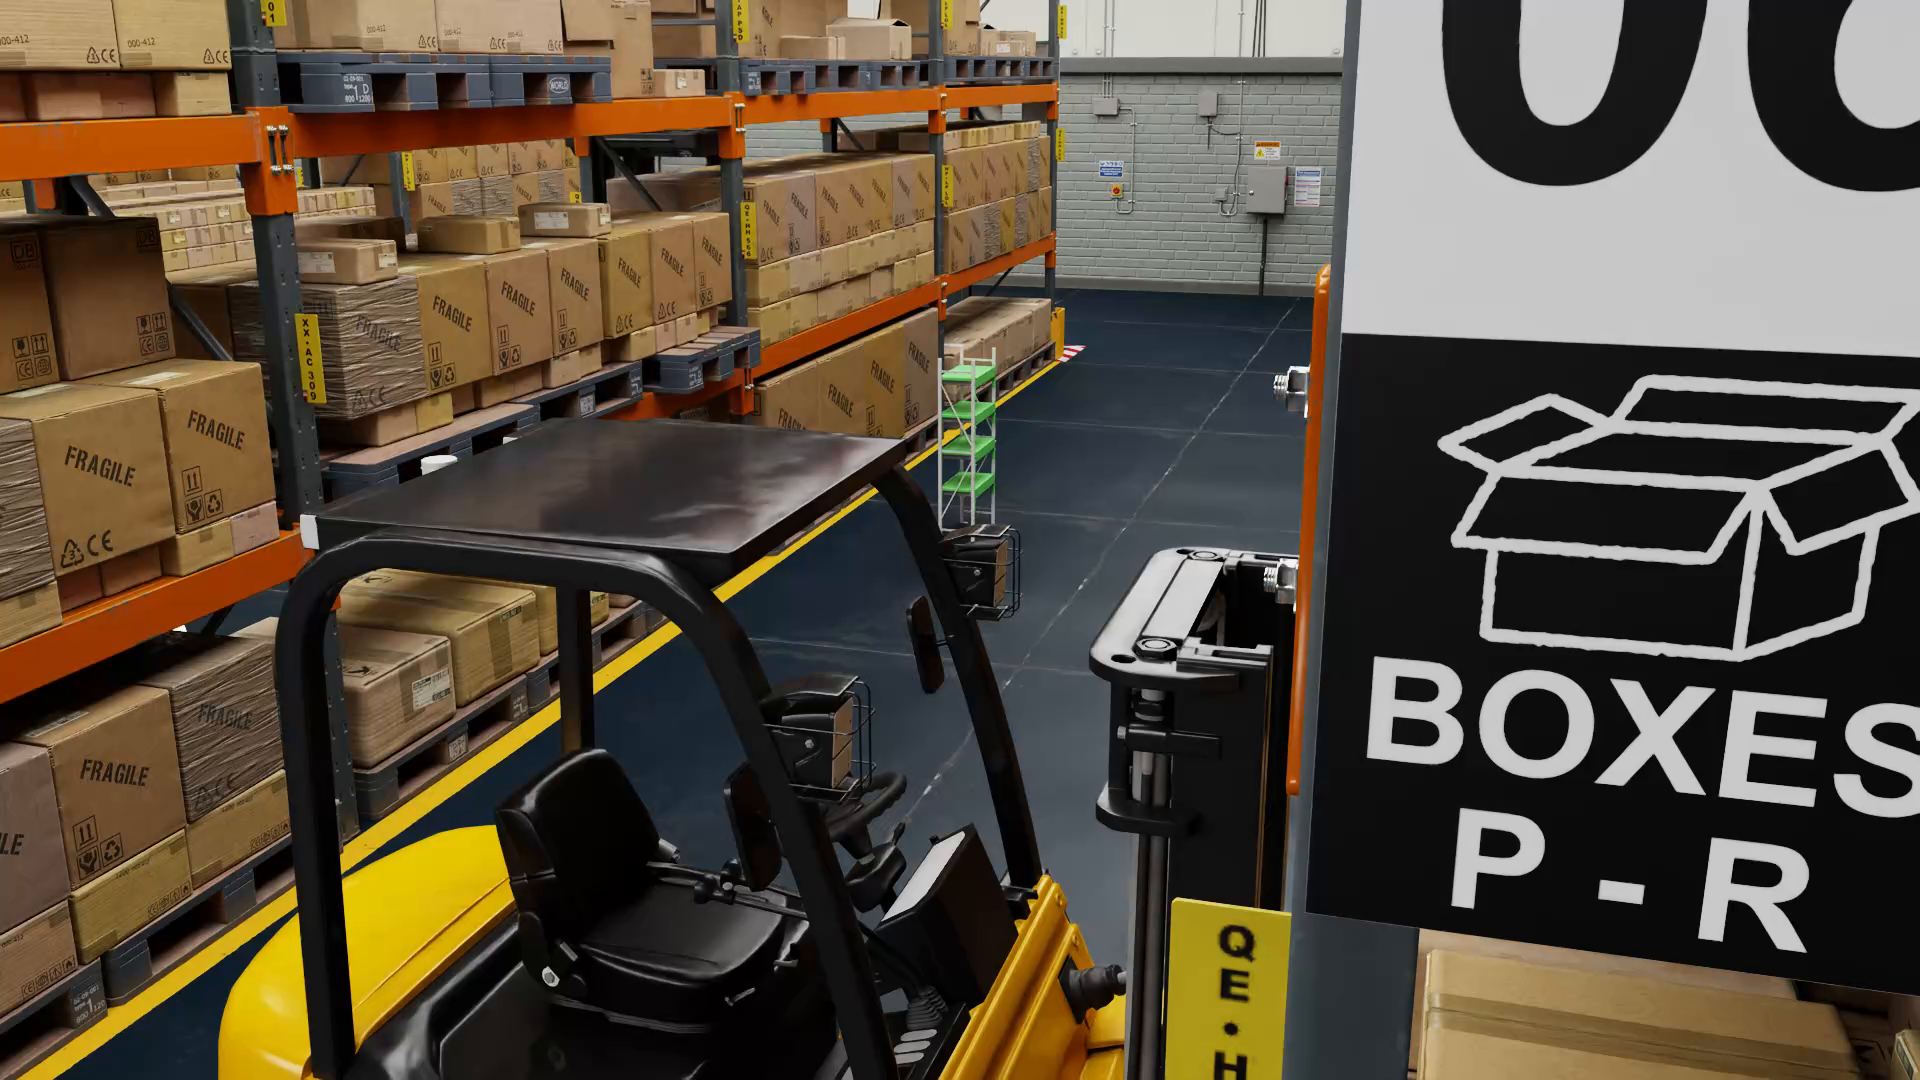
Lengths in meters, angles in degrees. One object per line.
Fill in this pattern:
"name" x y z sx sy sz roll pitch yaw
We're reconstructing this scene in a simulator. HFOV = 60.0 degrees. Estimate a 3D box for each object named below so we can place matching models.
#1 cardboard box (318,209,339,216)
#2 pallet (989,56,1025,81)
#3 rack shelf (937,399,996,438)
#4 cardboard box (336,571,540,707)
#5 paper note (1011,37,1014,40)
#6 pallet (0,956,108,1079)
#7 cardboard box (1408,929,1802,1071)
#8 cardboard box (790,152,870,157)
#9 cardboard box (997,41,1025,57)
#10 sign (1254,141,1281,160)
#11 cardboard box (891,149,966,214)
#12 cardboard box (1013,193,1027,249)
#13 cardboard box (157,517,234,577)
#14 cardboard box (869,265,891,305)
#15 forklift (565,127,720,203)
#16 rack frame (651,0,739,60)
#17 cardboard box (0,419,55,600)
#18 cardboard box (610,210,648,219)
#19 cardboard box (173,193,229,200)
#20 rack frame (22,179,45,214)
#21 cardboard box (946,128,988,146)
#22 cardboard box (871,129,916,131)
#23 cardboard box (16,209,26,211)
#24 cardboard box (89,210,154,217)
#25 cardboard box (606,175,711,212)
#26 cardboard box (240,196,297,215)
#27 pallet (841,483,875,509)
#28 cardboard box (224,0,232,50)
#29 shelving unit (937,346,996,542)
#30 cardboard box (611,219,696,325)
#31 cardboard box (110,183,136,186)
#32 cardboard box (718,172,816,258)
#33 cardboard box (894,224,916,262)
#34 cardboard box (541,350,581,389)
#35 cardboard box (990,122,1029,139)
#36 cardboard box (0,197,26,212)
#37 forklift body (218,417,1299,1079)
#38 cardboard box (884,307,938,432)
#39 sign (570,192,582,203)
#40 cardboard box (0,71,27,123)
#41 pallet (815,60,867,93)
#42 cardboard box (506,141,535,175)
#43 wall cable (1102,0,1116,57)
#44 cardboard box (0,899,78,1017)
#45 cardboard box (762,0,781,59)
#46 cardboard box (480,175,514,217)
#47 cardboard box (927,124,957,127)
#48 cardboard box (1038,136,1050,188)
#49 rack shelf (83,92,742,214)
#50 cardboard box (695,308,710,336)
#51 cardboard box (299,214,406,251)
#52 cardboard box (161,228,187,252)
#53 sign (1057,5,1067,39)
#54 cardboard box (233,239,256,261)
"cardboard box" -5.473 -2.708 14.025 0.380 0.149 0.250 5 17 18
"pallet" -0.036 -4.311 15.197 1.003 0.211 1.213 5 16 16
"rack shelf" 0.047 -0.790 10.770 0.258 0.148 0.480 5 16 16
"cardboard box" -2.553 0.450 7.792 0.950 0.372 0.625 6 17 19
"paper note" 0.470 -4.478 14.847 0.006 0.032 0.123 5 16 16
"pallet" -3.403 1.554 4.964 1.003 0.211 1.213 5 16 16
"cardboard box" 0.662 0.464 1.780 0.380 0.149 0.250 5 16 16
"cardboard box" -1.028 -2.816 13.244 0.500 0.500 0.500 5 17 17
"cardboard box" 0.425 -4.758 16.116 0.380 0.149 0.250 3 16 12
"sign" 4.068 -5.158 22.003 0.339 0.242 0.001 5 16 16
"cardboard box" -0.260 -3.014 13.944 0.500 0.500 0.500 5 17 16
"cardboard box" 0.332 -3.062 15.944 0.500 0.500 0.500 5 17 17
"cardboard box" -2.764 0.008 5.764 0.380 0.149 0.250 5 17 17
"cardboard box" -0.821 -1.907 12.329 0.500 0.250 0.500 4 16 14
"forklift" -2.365 -2.175 13.125 1.130 2.935 3.031 4 16 12
"rack frame" -1.764 -4.219 9.213 1.000 3.000 0.127 5 16 16
"cardboard box" -3.072 -0.071 4.853 0.500 0.500 0.500 5 17 17
"cardboard box" -2.114 -1.626 9.568 0.500 0.500 0.500 4 16 14
"cardboard box" -6.249 -2.764 13.679 0.380 0.149 0.250 4 16 15
"rack frame" -6.539 -1.690 11.292 1.000 3.000 0.127 5 16 16
"cardboard box" 0.033 -3.549 14.640 0.380 0.149 0.250 4 16 14
"cardboard box" -0.586 -3.451 14.294 0.380 0.149 0.250 5 16 16
"cardboard box" -6.691 -2.356 12.237 0.380 0.149 0.250 5 17 18
"cardboard box" -6.074 -2.298 12.034 0.380 0.149 0.250 5 16 16
"cardboard box" -1.868 -2.018 10.430 0.500 0.500 0.500 4 16 14
"cardboard box" -5.628 -2.713 13.499 0.380 0.149 0.250 4 16 14
"pallet" -1.119 -0.510 12.240 1.003 0.211 1.213 5 16 16
"cardboard box" -2.874 -2.023 6.474 0.500 0.250 0.500 4 16 15
"shelving unit" 0.047 -0.621 10.818 0.258 1.200 0.503 5 16 16
"cardboard box" -1.763 -1.450 8.945 0.500 0.500 0.500 4 16 15
"cardboard box" -9.675 -3.893 18.787 0.500 0.250 0.500 4 16 14
"cardboard box" -1.258 -2.103 10.730 0.500 0.500 0.500 5 16 16
"cardboard box" -0.655 -2.282 12.737 0.500 0.250 0.500 5 17 17
"cardboard box" -2.044 -0.826 7.937 0.380 0.149 0.250 5 17 18
"cardboard box" 0.446 -3.953 16.063 0.380 0.149 0.250 5 17 17
"cardboard box" -9.744 -3.321 16.772 0.500 0.250 0.500 4 16 15
"forklift body" -0.488 0.915 3.662 2.313 2.155 1.214 5 16 16
"cardboard box" -0.727 -1.391 13.360 0.875 0.875 0.875 5 17 18
"sign" -2.297 -1.932 10.022 0.100 0.325 0.005 5 16 16
"cardboard box" -3.021 -1.312 4.920 0.380 0.149 0.250 4 16 14
"pallet" -1.317 -3.150 11.289 1.003 0.211 1.213 5 17 18
"cardboard box" -4.587 -3.909 16.552 0.500 0.500 0.500 4 16 14
"wall cable" 1.856 -7.822 21.916 0.463 3.000 0.029 5 16 16
"cardboard box" -3.102 1.283 5.079 0.500 0.250 0.500 5 17 17
"cardboard box" -1.541 -3.510 11.256 0.500 0.500 0.500 5 17 16
"cardboard box" -4.708 -3.297 16.228 0.500 0.500 0.500 4 16 15
"cardboard box" -0.240 -3.857 15.728 0.380 0.149 0.250 5 17 16
"cardboard box" 0.600 -3.810 16.751 0.500 0.500 0.500 5 17 18
"rack shelf" -2.333 -1.907 7.876 1.077 0.370 4.000 5 16 16
"cardboard box" -1.639 -1.234 9.375 0.380 0.149 0.250 5 17 17
"cardboard box" -2.748 -1.385 7.528 0.380 0.149 0.250 4 16 13
"cardboard box" -5.990 -2.233 12.350 0.380 0.149 0.250 5 17 16
"sign" 1.025 -5.211 16.730 0.100 0.325 0.005 5 16 16
"cardboard box" -5.768 -2.288 13.089 0.380 0.149 0.250 4 16 14
